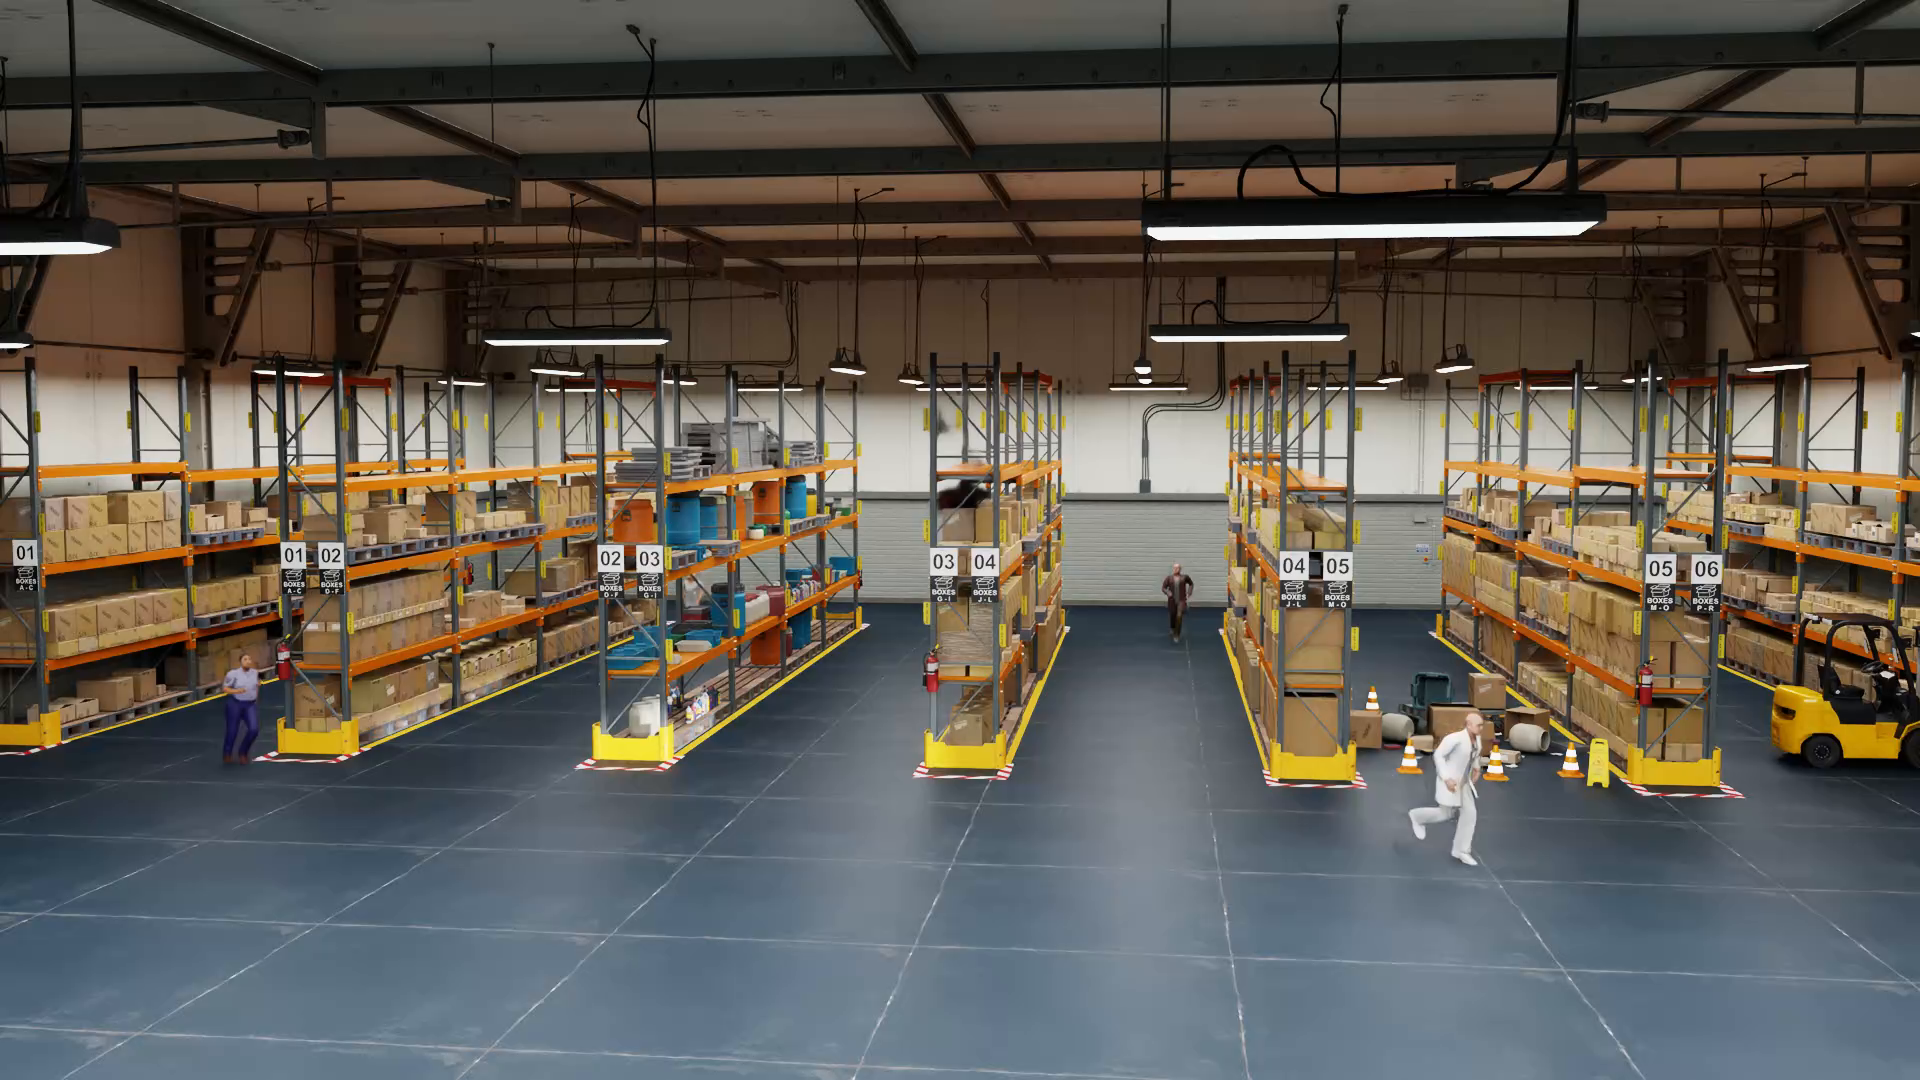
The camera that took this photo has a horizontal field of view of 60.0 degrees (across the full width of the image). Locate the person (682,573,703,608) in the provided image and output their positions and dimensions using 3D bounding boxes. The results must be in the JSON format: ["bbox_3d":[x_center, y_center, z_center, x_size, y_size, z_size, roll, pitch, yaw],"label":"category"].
[{"bbox_3d":[-6.183,1.501,38.162,0.552,1.619,0.528,0,4,-5],"label":"person"}]

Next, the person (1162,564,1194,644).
[{"bbox_3d":[4.983,1.433,38.097,0.719,1.786,1.005,1,4,14],"label":"person"}]

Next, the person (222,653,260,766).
[{"bbox_3d":[-10.479,2.491,24.354,0.604,1.660,0.682,-4,6,-43],"label":"person"}]

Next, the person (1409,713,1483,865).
[{"bbox_3d":[5.627,2.813,19.203,0.722,1.739,0.974,-3,5,-40],"label":"person"}]
